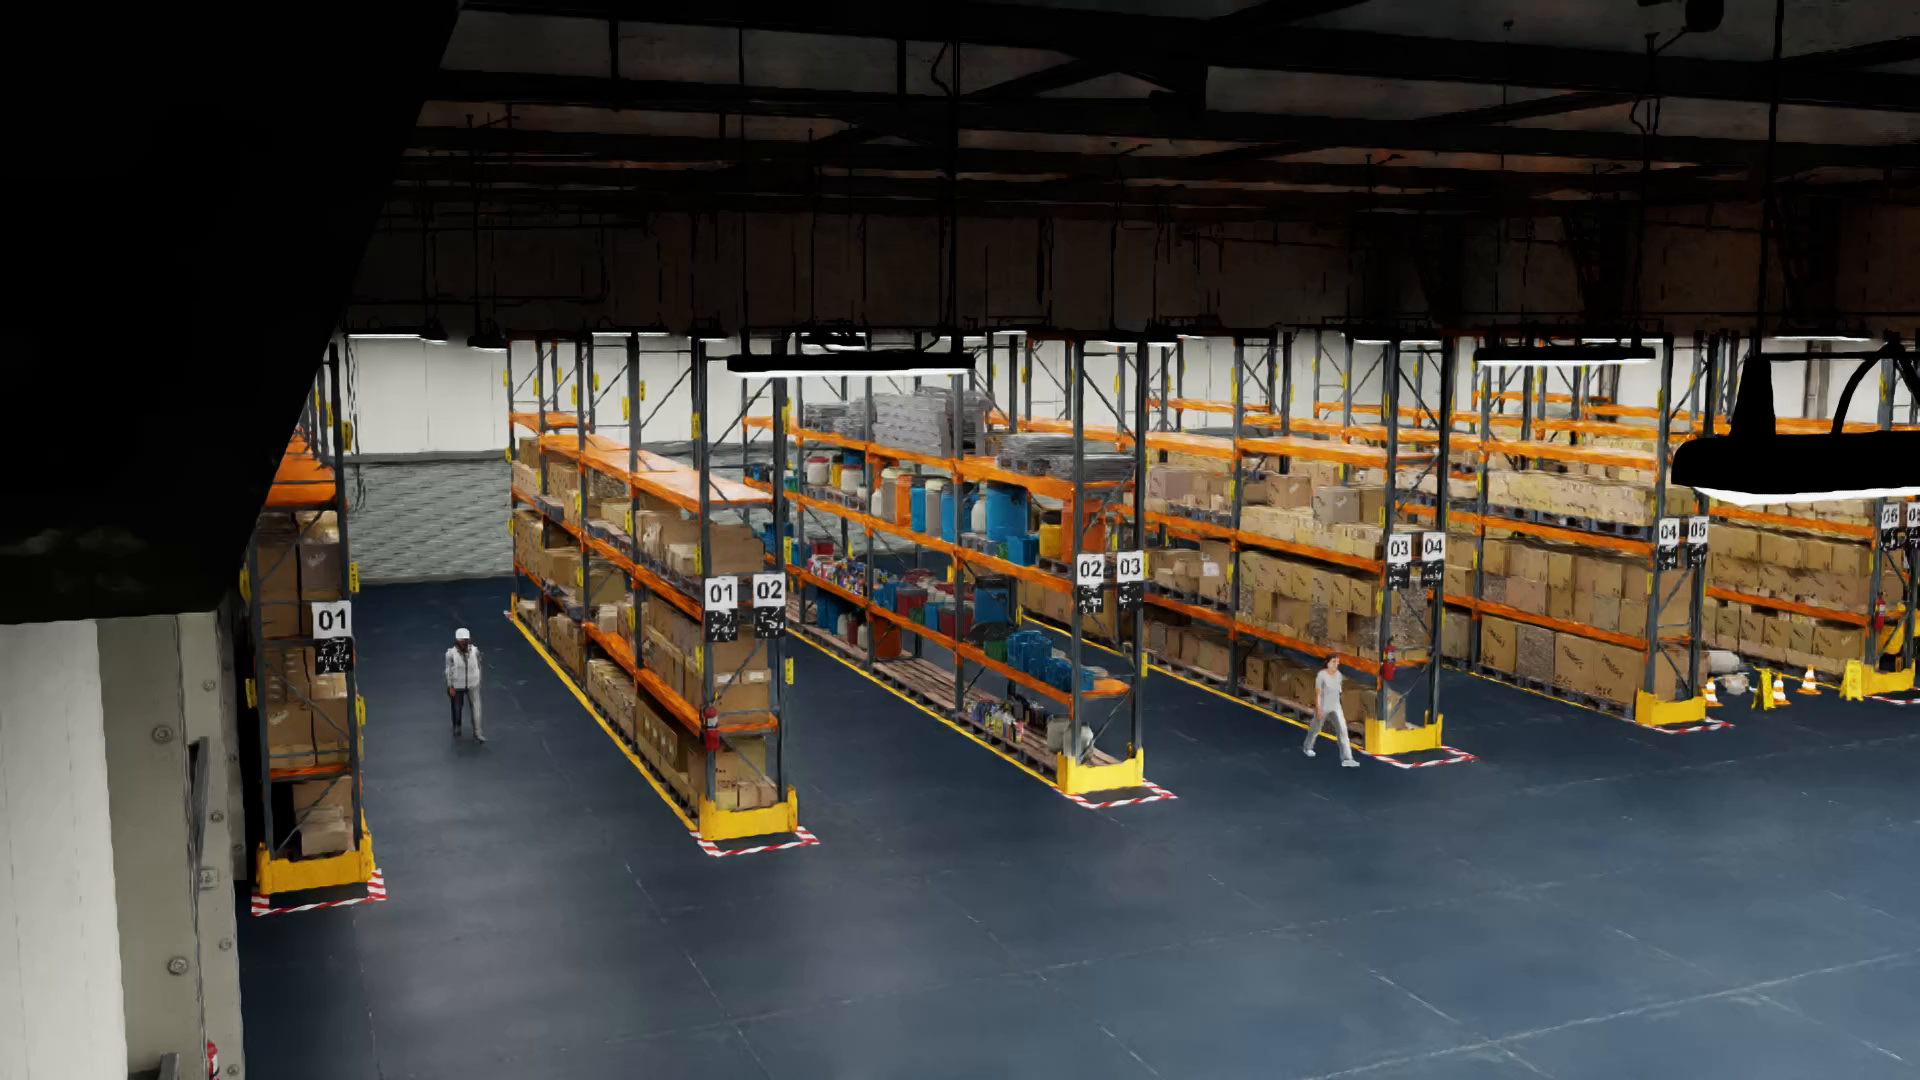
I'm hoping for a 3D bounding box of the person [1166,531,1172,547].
[{"bbox_3d":[4.424,0.631,35.879,0.567,1.641,0.610,0,8,0],"label":"person"}]

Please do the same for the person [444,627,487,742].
[{"bbox_3d":[-7.362,2.126,24.673,0.546,1.695,1.106,-4,9,-25],"label":"person"}]

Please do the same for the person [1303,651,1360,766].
[{"bbox_3d":[5.194,2.349,23.418,0.446,1.586,1.095,-3,8,-20],"label":"person"}]
